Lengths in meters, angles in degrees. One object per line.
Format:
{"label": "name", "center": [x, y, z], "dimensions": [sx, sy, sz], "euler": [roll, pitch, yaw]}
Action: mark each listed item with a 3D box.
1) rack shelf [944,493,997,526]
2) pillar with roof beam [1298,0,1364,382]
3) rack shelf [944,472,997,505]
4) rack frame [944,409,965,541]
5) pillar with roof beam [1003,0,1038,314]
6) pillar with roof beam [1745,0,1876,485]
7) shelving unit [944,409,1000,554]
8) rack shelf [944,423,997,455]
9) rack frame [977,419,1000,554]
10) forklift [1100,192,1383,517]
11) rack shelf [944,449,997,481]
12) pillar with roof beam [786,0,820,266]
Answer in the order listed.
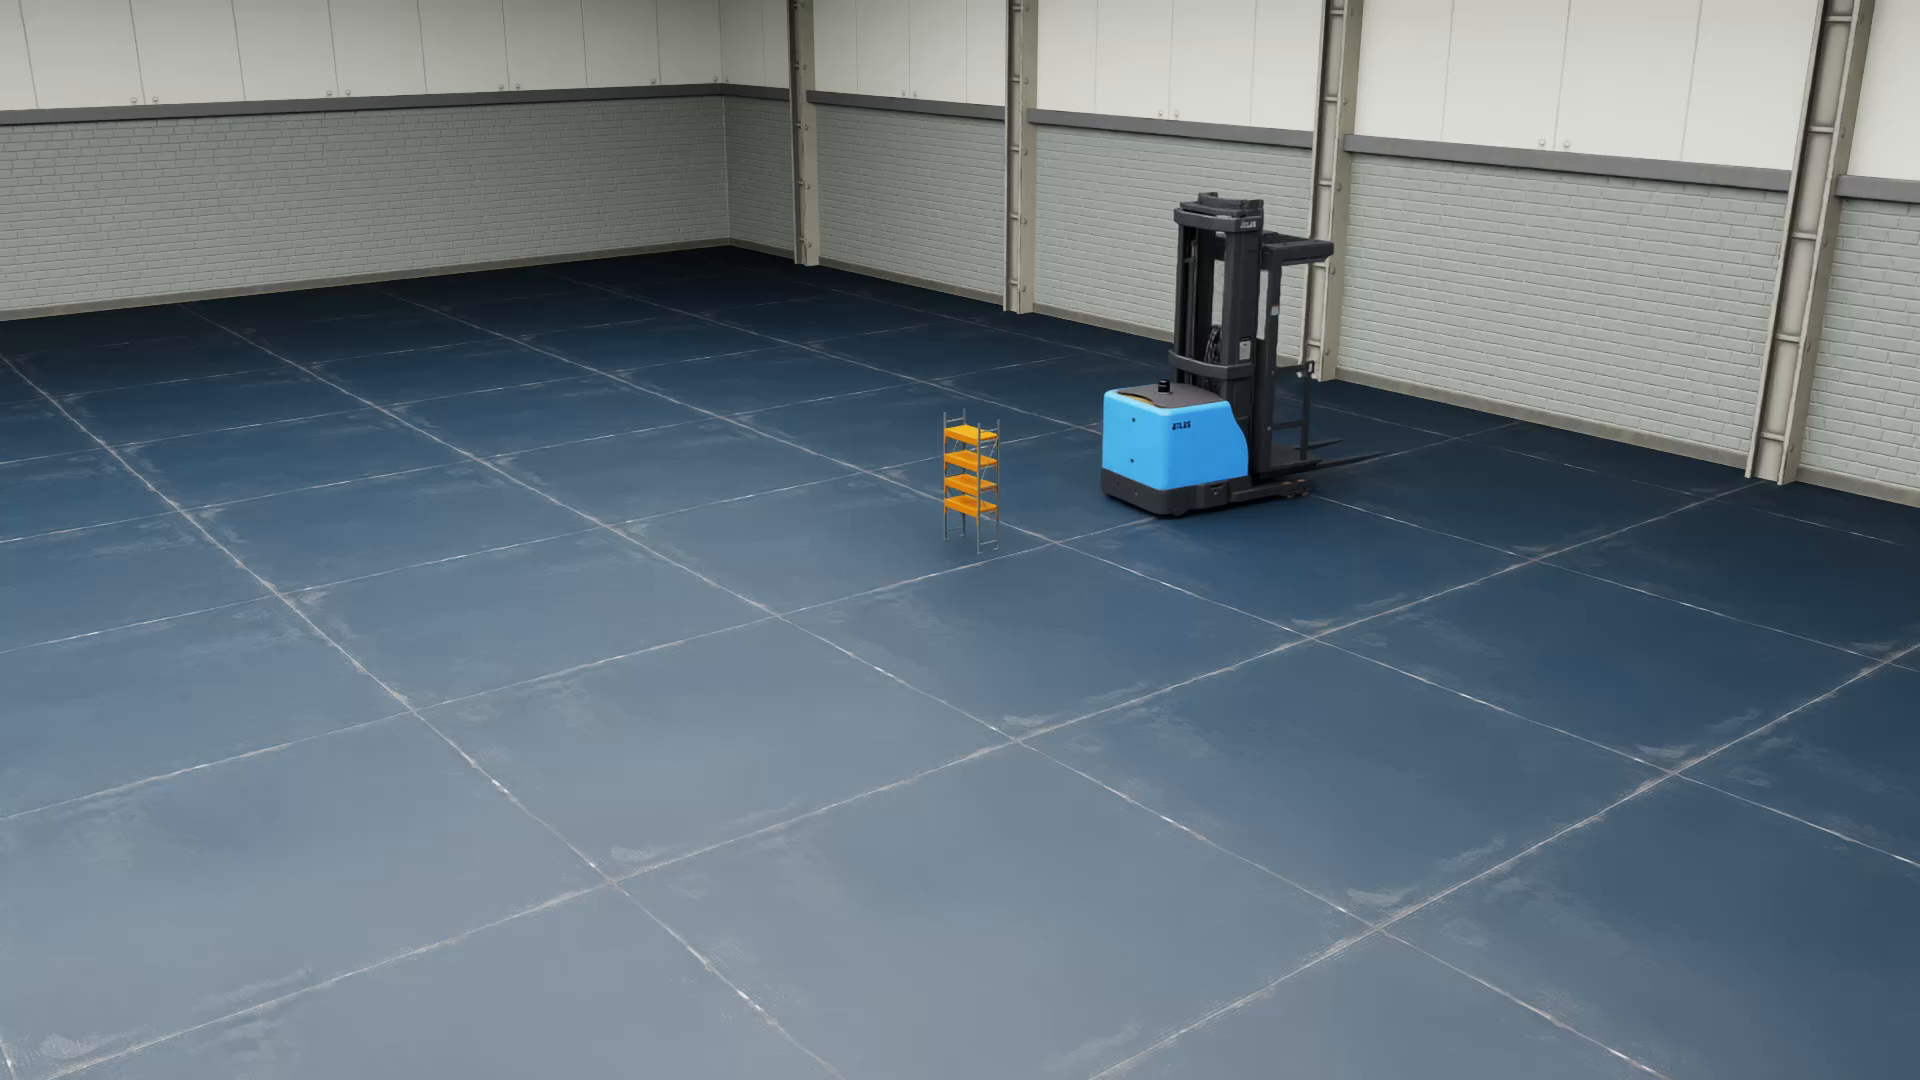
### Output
{"label": "rack shelf", "center": [0.103, -0.276, 15.022], "dimensions": [0.258, 0.148, 0.480], "euler": [-14, 23, -36]}
{"label": "pillar with roof beam", "center": [1.271, -5.547, 17.687], "dimensions": [9.100, 9.000, 0.400], "euler": [-14, 23, -36]}
{"label": "rack shelf", "center": [0.103, -0.465, 14.959], "dimensions": [0.258, 0.148, 0.480], "euler": [-14, 23, -36]}
{"label": "rack frame", "center": [-0.049, -0.589, 15.120], "dimensions": [0.240, 1.200, 0.015], "euler": [-14, 23, -36]}
{"label": "pillar with roof beam", "center": [-2.454, -7.026, 22.152], "dimensions": [9.100, 9.000, 0.400], "euler": [-14, 23, -36]}
{"label": "pillar with roof beam", "center": [4.996, -4.069, 13.222], "dimensions": [9.100, 9.000, 0.400], "euler": [-14, 23, -36]}
{"label": "shelving unit", "center": [0.103, -0.529, 14.938], "dimensions": [0.258, 1.200, 0.503], "euler": [-14, 23, -36]}
{"label": "rack shelf", "center": [0.103, -0.902, 14.815], "dimensions": [0.258, 0.148, 0.480], "euler": [-14, 23, -36]}
{"label": "rack frame", "center": [0.254, -0.469, 14.757], "dimensions": [0.240, 1.200, 0.015], "euler": [-14, 23, -36]}
{"label": "forklift", "center": [2.926, -1.934, 16.428], "dimensions": [3.031, 2.935, 1.130], "euler": [-10, 21, -29]}
{"label": "rack shelf", "center": [0.103, -0.677, 14.889], "dimensions": [0.258, 0.148, 0.480], "euler": [-14, 23, -36]}
{"label": "pillar with roof beam", "center": [-6.180, -8.504, 26.617], "dimensions": [9.100, 9.000, 0.400], "euler": [-14, 23, -36]}
